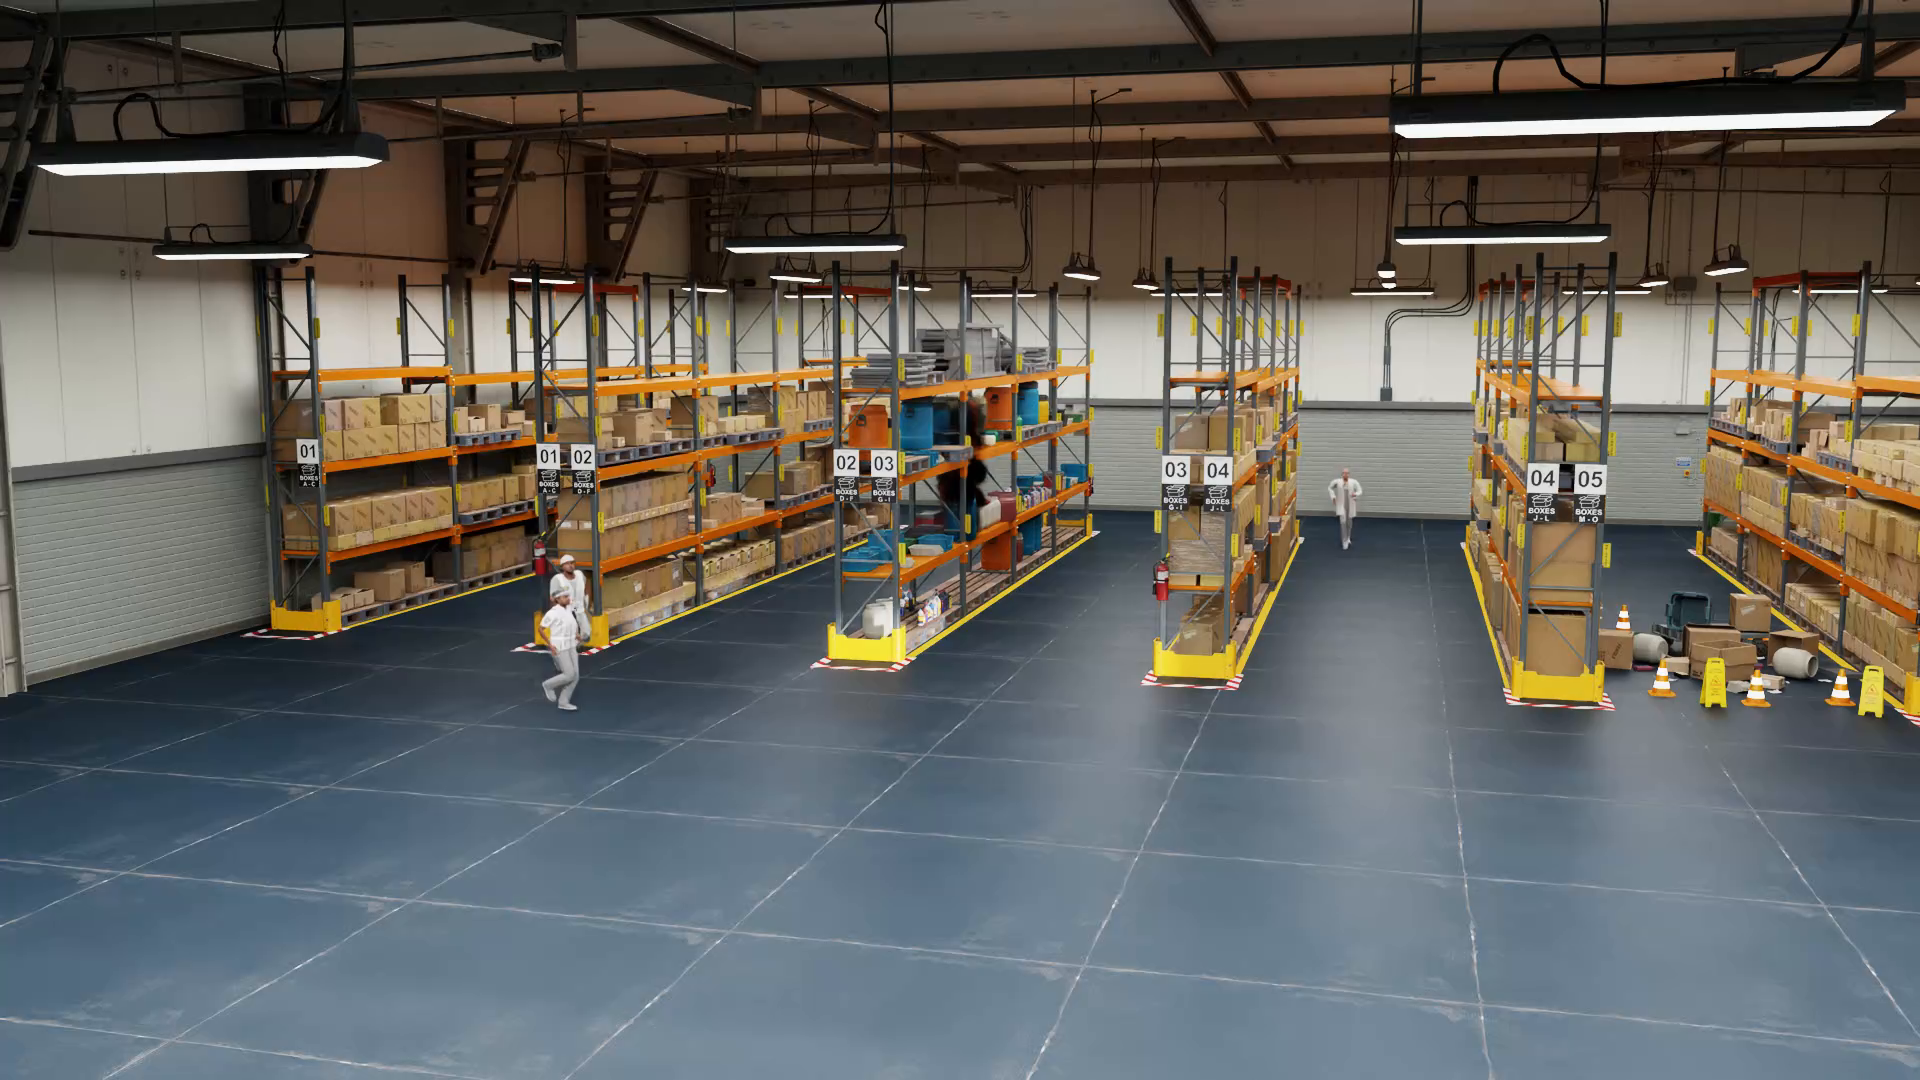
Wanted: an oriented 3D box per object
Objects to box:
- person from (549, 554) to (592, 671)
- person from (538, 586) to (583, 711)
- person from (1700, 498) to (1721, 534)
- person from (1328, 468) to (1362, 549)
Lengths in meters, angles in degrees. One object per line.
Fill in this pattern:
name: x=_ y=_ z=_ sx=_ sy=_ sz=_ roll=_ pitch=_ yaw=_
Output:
person: x=-5.631 y=1.065 z=24.186 sx=0.712 sy=1.732 sz=0.774 roll=-6 pitch=9 yaw=-38
person: x=-5.214 y=1.423 z=21.873 sx=0.566 sy=1.642 sz=0.588 roll=3 pitch=8 yaw=25
person: x=17.301 y=-0.690 z=38.159 sx=0.592 sy=1.685 sz=0.768 roll=3 pitch=8 yaw=20
person: x=8.851 y=-0.748 z=38.234 sx=0.757 sy=1.806 sz=0.958 roll=1 pitch=7 yaw=4
